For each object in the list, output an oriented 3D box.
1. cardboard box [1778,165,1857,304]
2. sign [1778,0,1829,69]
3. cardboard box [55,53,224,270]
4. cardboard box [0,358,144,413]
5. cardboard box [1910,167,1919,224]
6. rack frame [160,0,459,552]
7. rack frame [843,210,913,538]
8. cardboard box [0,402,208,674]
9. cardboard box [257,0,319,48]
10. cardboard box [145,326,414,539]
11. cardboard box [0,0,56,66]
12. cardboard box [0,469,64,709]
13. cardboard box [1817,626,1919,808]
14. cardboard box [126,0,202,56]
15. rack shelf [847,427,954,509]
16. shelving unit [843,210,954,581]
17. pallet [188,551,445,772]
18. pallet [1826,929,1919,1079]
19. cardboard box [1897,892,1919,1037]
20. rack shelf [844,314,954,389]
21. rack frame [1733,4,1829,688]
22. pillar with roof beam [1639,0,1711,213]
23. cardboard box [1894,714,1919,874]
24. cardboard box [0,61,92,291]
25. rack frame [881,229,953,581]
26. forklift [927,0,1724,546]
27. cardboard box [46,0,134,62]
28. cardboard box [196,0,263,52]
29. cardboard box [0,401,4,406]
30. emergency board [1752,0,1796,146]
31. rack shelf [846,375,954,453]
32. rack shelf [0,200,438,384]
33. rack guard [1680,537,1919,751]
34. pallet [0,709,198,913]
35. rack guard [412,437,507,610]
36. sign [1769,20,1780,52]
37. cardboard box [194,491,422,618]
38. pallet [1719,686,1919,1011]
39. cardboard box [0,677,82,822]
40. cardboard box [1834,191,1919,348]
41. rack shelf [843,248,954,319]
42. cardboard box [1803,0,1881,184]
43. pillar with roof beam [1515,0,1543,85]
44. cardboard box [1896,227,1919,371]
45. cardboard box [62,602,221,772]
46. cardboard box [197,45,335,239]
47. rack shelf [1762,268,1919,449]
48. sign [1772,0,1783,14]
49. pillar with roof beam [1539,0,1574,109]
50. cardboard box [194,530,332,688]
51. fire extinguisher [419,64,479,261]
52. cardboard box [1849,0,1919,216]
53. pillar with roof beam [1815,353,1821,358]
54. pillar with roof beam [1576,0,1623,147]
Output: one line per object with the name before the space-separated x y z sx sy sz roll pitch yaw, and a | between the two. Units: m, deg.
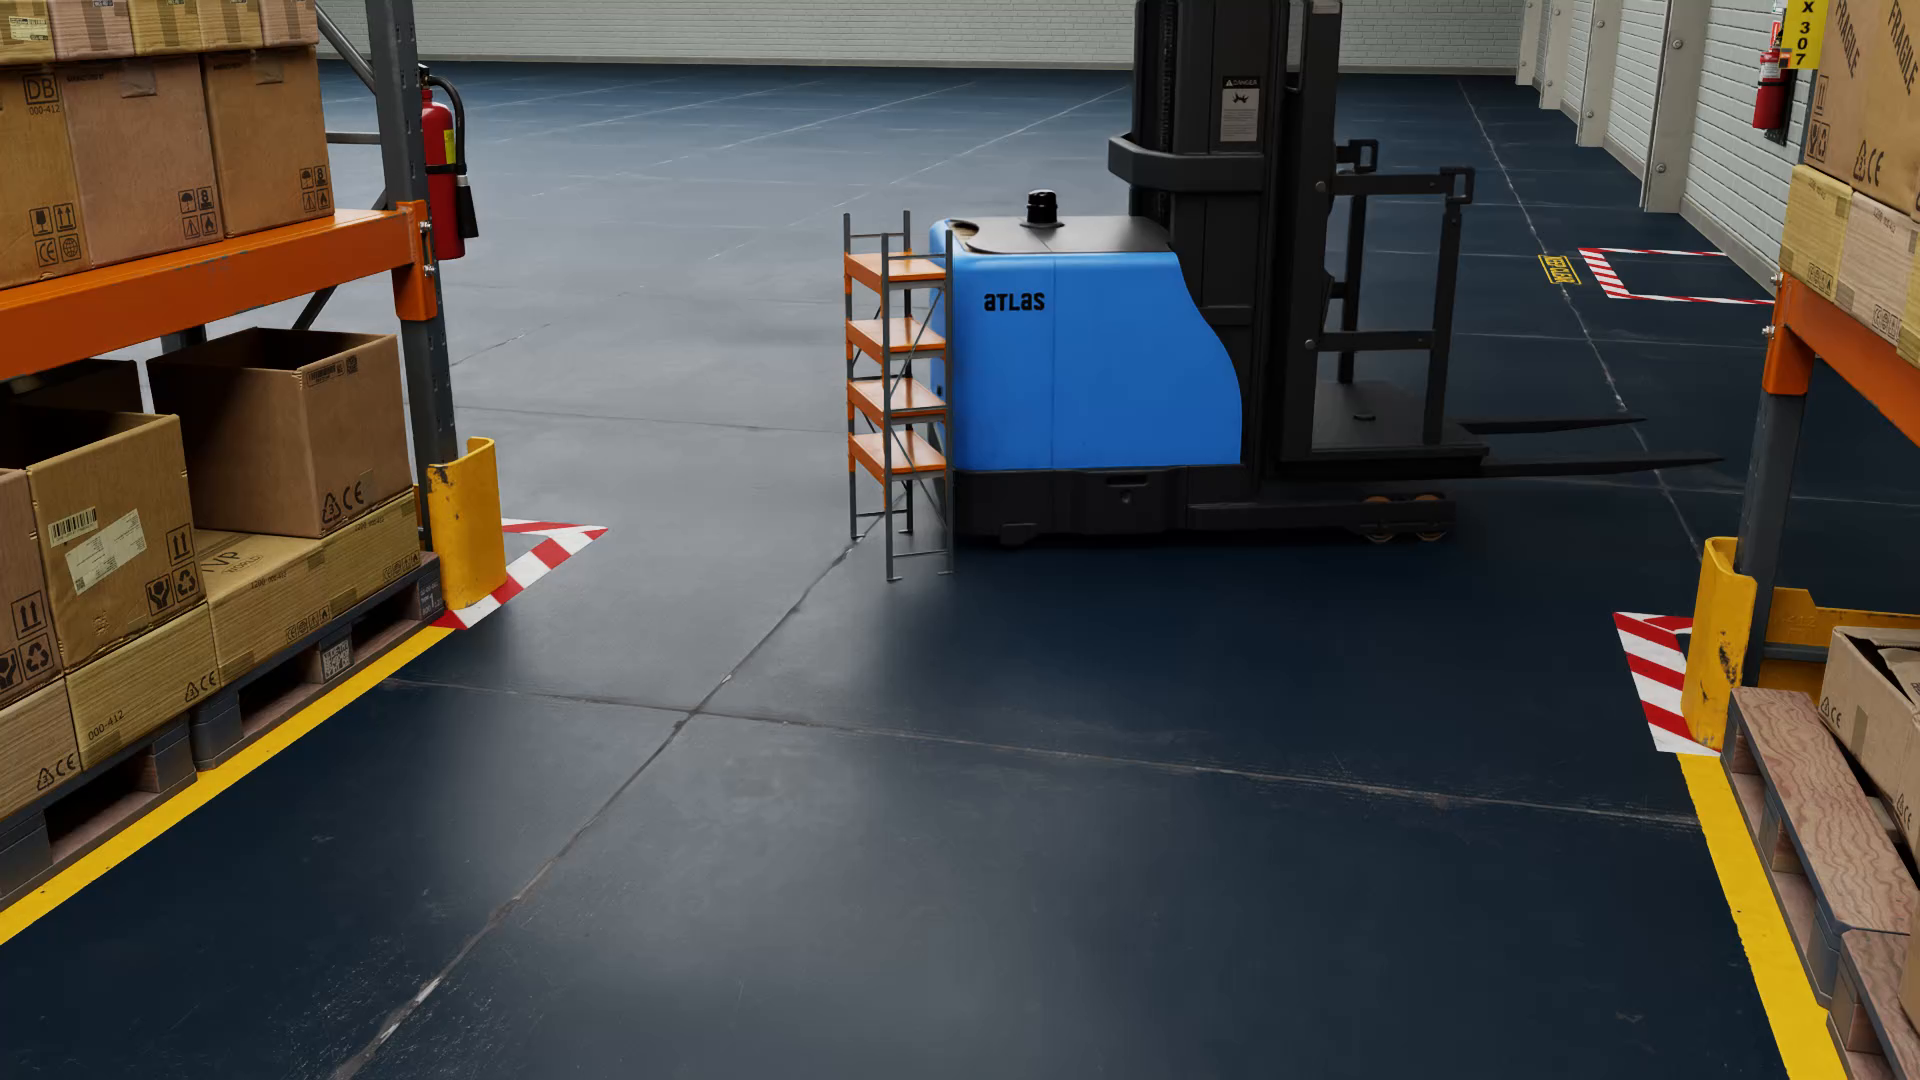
cardboard box | 2.206 -0.695 3.782 0.500 0.250 0.500 4 19 12
sign | 2.106 -1.336 4.120 0.100 0.325 0.005 5 19 13
cardboard box | -2.422 -1.011 4.352 0.700 0.500 0.500 5 20 15
cardboard box | -2.639 -0.219 4.632 0.500 0.500 0.500 5 19 13
cardboard box | 1.962 -0.736 2.742 0.500 0.500 0.500 4 19 12
rack frame | -2.172 -1.274 5.277 1.000 3.000 0.127 5 19 13
rack frame | -0.293 -0.589 6.055 0.240 1.200 0.015 -6 20 -17
cardboard box | -2.244 -0.020 4.050 0.500 0.500 0.500 5 19 13
cardboard box | -2.080 -1.494 4.761 0.380 0.149 0.250 4 19 12
cardboard box | -2.014 -0.335 4.971 0.500 0.500 0.500 5 19 13
cardboard box | -2.333 -1.170 3.815 0.380 0.149 0.250 5 20 15
cardboard box | -2.368 0.136 3.592 0.500 0.500 0.500 5 19 13
cardboard box | 2.376 0.390 3.884 0.500 0.311 0.500 2 19 7
cardboard box | -2.205 -1.331 4.286 0.380 0.149 0.250 4 19 13
rack shelf | -0.217 -0.262 5.922 0.258 0.148 0.480 -6 20 -17
shelving unit | -0.217 -0.514 5.836 0.258 1.200 0.503 -6 20 -17
pallet | -2.318 0.288 5.016 1.003 0.211 1.213 5 19 13
pallet | 2.081 1.092 2.663 1.003 0.211 1.213 5 19 13
cardboard box | 2.009 0.705 2.669 0.700 0.500 0.500 3 19 10
rack shelf | -0.217 -0.662 5.785 0.258 0.148 0.480 -6 20 -17
rack frame | 2.633 -0.884 4.135 1.000 3.000 0.127 5 19 13
pillar with roof beam | 2.058 -7.536 14.330 9.100 9.000 0.400 5 19 13
cardboard box | 2.237 0.569 3.361 0.500 0.311 0.500 6 20 18
cardboard box | -2.549 -0.856 3.898 0.700 0.500 0.500 5 19 14
rack frame | -0.140 -0.439 5.617 0.240 1.200 0.015 -6 20 -17
forklift | 1.415 -1.549 6.187 3.031 2.935 1.130 -2 19 -6
cardboard box | -2.269 -1.253 4.056 0.380 0.149 0.250 5 19 14
cardboard box | -2.143 -1.411 4.521 0.380 0.149 0.250 5 20 15
cardboard box | -2.749 -0.061 4.171 0.500 0.500 0.500 5 19 13
emergency board | 5.407 -3.248 11.057 0.194 1.169 0.643 5 19 13
rack shelf | -0.217 -0.450 5.858 0.258 0.148 0.480 -6 20 -17
rack shelf | -2.661 -0.307 3.558 1.077 0.370 4.000 5 19 13
rack guard | 2.614 0.323 4.469 1.175 0.500 0.348 5 19 13
pallet | -2.618 0.670 3.900 1.003 0.211 1.213 5 19 13
rack guard | -2.166 -0.099 5.703 1.175 0.500 0.348 5 19 13
sign | 5.642 -3.430 11.535 0.001 0.329 0.234 5 19 13
cardboard box | -2.016 0.020 5.093 0.500 0.250 0.500 5 19 13
pallet | 2.381 0.711 3.779 1.003 0.211 1.213 5 19 13
cardboard box | -2.371 0.491 3.714 0.500 0.250 0.500 5 19 13
cardboard box | 2.092 -0.531 3.302 0.500 0.250 0.500 4 19 12
rack shelf | -0.217 -0.886 5.709 0.258 0.148 0.480 -6 20 -17
cardboard box | 2.225 -1.051 3.666 0.500 0.500 0.500 5 19 13
pillar with roof beam | 6.456 -13.178 30.848 9.100 9.000 0.400 5 19 13
cardboard box | 1.962 -0.372 2.836 0.500 0.250 0.500 4 19 13
cardboard box | -2.247 0.334 4.172 0.500 0.250 0.500 5 19 13
cardboard box | -2.298 -1.176 4.835 0.700 0.500 0.500 5 19 13
rack shelf | 2.144 0.083 2.416 1.077 0.370 4.000 5 19 13
sign | 5.632 -3.681 11.447 0.001 0.109 0.331 5 19 13
pillar with roof beam | 4.990 -11.298 25.342 9.100 9.000 0.400 5 19 13
cardboard box | -2.127 0.177 4.632 0.500 0.250 0.500 5 19 13
fire extinguisher | -1.693 -1.238 5.291 0.296 0.674 0.183 5 19 13
cardboard box | 2.094 -0.897 3.215 0.500 0.500 0.500 5 19 14
pillar with roof beam | 0.592 -5.656 8.824 9.100 9.000 0.400 5 19 13
pillar with roof beam | 3.524 -9.417 19.836 9.100 9.000 0.400 5 19 13
